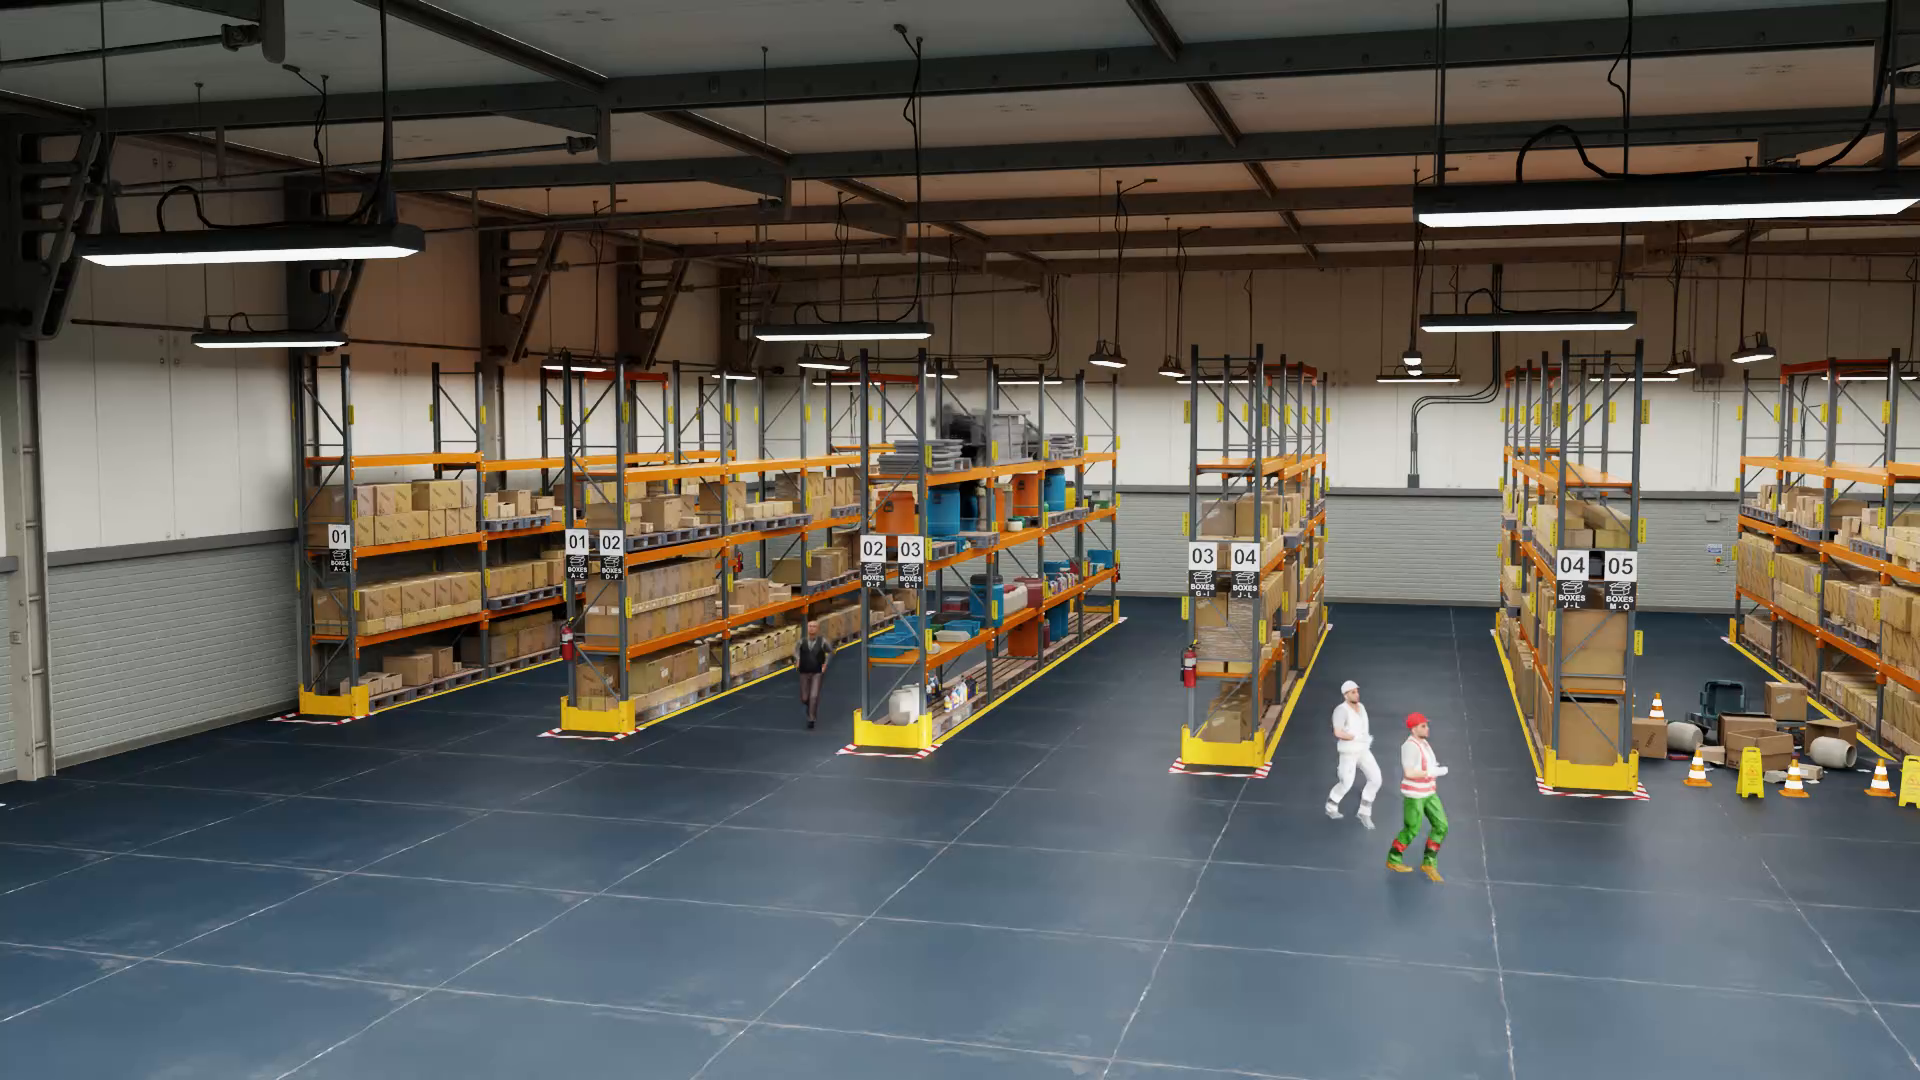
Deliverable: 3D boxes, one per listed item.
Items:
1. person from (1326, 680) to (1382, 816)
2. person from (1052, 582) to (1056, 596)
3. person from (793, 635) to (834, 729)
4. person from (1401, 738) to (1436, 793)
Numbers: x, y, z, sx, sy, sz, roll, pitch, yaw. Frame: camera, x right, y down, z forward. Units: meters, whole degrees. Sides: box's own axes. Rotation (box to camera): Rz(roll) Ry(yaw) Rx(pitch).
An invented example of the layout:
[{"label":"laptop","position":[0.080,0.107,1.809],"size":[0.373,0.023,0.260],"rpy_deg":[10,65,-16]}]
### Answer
[{"label":"person","position":[4.794,2.534,20.277],"size":[0.417,1.658,0.708],"rpy_deg":[-3,5,-32]},{"label":"person","position":[6.845,2.490,23.257],"size":[5.537,1.610,23.754],"rpy_deg":[-3,5,-37]},{"label":"person","position":[-2.374,2.252,26.757],"size":[0.663,1.479,0.832],"rpy_deg":[0,4,5]},{"label":"person","position":[4.919,2.398,17.862],"size":[0.341,0.558,0.410],"rpy_deg":[4,6,43]}]
